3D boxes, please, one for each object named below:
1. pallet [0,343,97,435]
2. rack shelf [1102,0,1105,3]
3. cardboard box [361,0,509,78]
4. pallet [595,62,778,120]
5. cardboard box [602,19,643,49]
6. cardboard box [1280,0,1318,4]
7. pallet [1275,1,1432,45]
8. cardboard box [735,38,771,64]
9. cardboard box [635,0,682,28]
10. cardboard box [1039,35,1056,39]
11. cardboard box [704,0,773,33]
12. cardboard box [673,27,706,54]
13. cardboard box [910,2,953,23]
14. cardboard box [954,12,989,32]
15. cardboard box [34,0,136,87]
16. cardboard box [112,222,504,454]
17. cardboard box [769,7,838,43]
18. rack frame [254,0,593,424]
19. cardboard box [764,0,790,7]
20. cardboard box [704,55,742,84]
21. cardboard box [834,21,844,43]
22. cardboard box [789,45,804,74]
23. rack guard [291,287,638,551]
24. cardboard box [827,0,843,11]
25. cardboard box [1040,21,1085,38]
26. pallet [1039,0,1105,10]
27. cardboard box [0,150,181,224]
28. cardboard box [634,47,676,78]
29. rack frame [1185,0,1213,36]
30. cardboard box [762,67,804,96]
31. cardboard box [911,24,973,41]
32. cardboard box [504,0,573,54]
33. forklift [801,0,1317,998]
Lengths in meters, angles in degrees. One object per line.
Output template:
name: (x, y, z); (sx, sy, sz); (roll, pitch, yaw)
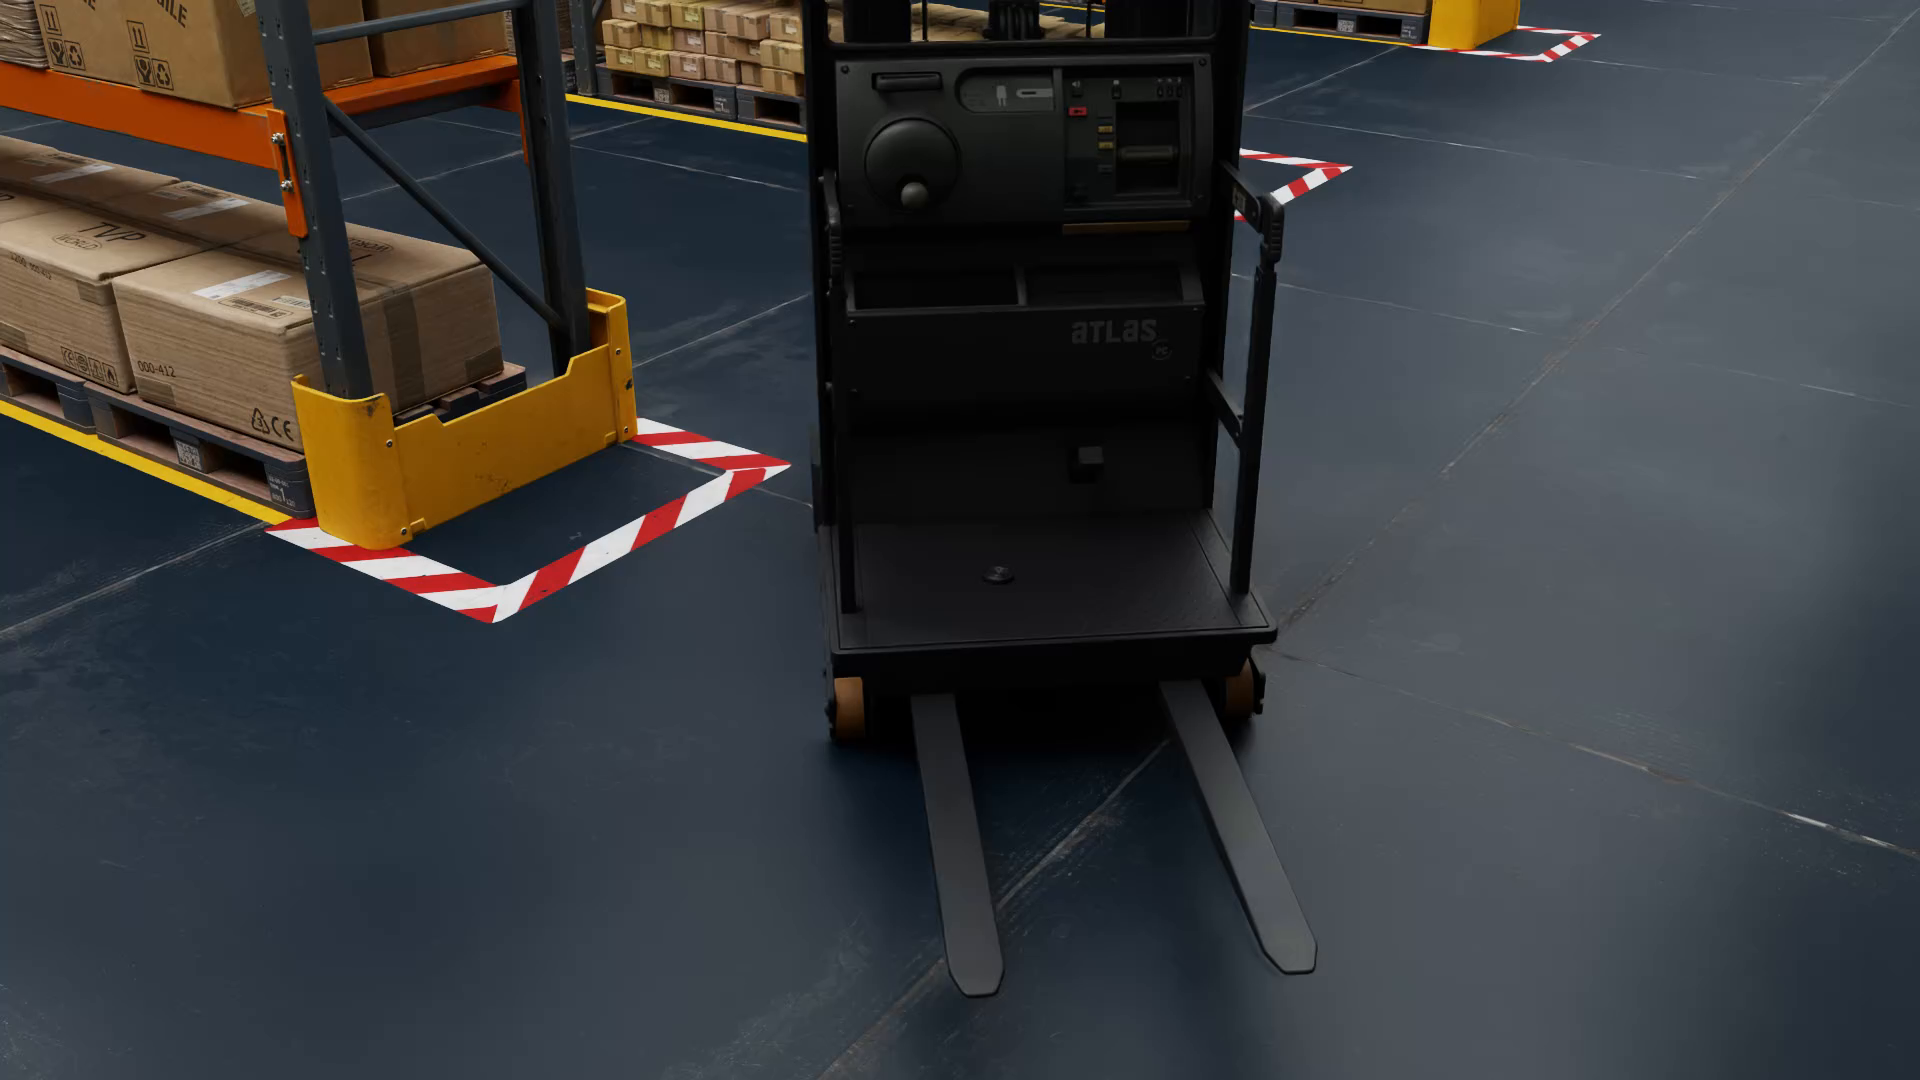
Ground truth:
pallet: (-3.335, -0.807, 6.603); (1.213, 0.211, 1.003); (17, 32, 30)
rack shelf: (-0.559, -3.630, 9.869); (4.000, 0.370, 1.077); (17, 32, 30)
cardboard box: (-1.863, -1.835, 5.439); (0.500, 0.500, 0.500); (17, 32, 30)
pallet: (-1.634, -3.062, 11.034); (1.213, 0.211, 1.003); (17, 32, 30)
cardboard box: (-2.090, -3.300, 10.780); (0.250, 0.149, 0.380); (19, 33, 33)
cardboard box: (2.658, -4.874, 13.399); (0.875, 0.875, 0.875); (17, 32, 30)
pallet: (3.277, -4.199, 13.267); (1.213, 0.211, 1.003); (17, 32, 30)
cardboard box: (-1.175, -3.070, 10.328); (0.250, 0.149, 0.380); (19, 33, 33)
cardboard box: (-1.848, -3.387, 10.622); (0.250, 0.149, 0.380); (19, 33, 33)
cardboard box: (0.335, -2.746, 9.363); (0.250, 0.149, 0.380); (18, 32, 31)
cardboard box: (-1.384, -3.282, 10.416); (0.250, 0.149, 0.380); (16, 31, 29)
cardboard box: (-1.610, -3.220, 10.622); (0.250, 0.149, 0.380); (17, 32, 30)
cardboard box: (-0.246, -3.211, 10.276); (0.250, 0.149, 0.380); (18, 32, 31)
cardboard box: (0.168, -3.051, 9.963); (0.250, 0.149, 0.380); (16, 31, 28)
cardboard box: (-2.583, -1.764, 5.299); (0.500, 0.500, 0.500); (17, 31, 29)
cardboard box: (-2.231, -0.738, 5.754); (0.875, 0.438, 0.875); (16, 31, 29)
cardboard box: (-0.949, -3.147, 10.151); (0.250, 0.149, 0.380); (16, 31, 28)
rack frame: (-1.630, -1.560, 5.009); (0.127, 3.000, 1.000); (17, 32, 30)
cardboard box: (-1.155, -3.444, 10.734); (0.250, 0.149, 0.380); (18, 32, 32)
cardboard box: (-1.399, -3.008, 10.533); (0.250, 0.149, 0.380); (17, 31, 29)
cardboard box: (-0.536, -3.012, 9.886); (0.250, 0.149, 0.380); (16, 31, 29)
cardboard box: (-0.814, -2.909, 10.011); (0.250, 0.149, 0.380); (18, 32, 31)
rack guard: (-1.610, -0.440, 5.564); (0.348, 0.500, 1.175); (17, 32, 30)
cardboard box: (-0.651, -3.344, 10.539); (0.250, 0.149, 0.380); (16, 31, 29)
cardboard box: (0.554, -2.906, 9.677); (0.250, 0.149, 0.380); (18, 32, 31)
pallet: (1.266, -4.825, 14.499); (1.213, 0.211, 1.003); (17, 32, 30)
cardboard box: (-3.732, -1.202, 6.666); (0.875, 0.438, 0.875); (16, 31, 29)
cardboard box: (-1.870, -3.099, 10.712); (0.250, 0.149, 0.380); (18, 32, 32)
rack frame: (1.089, -3.437, 8.696); (0.127, 3.000, 1.000); (17, 32, 30)
cardboard box: (-0.997, -2.849, 10.221); (0.250, 0.149, 0.380); (16, 31, 29)
cardboard box: (-0.128, -2.855, 9.577); (0.250, 0.149, 0.380); (16, 31, 28)
cardboard box: (-2.961, -3.633, 11.375); (0.500, 0.500, 0.500); (17, 31, 29)
forklift: (0.186, -0.958, 3.900); (1.130, 2.935, 3.031); (-3, 27, -5)
